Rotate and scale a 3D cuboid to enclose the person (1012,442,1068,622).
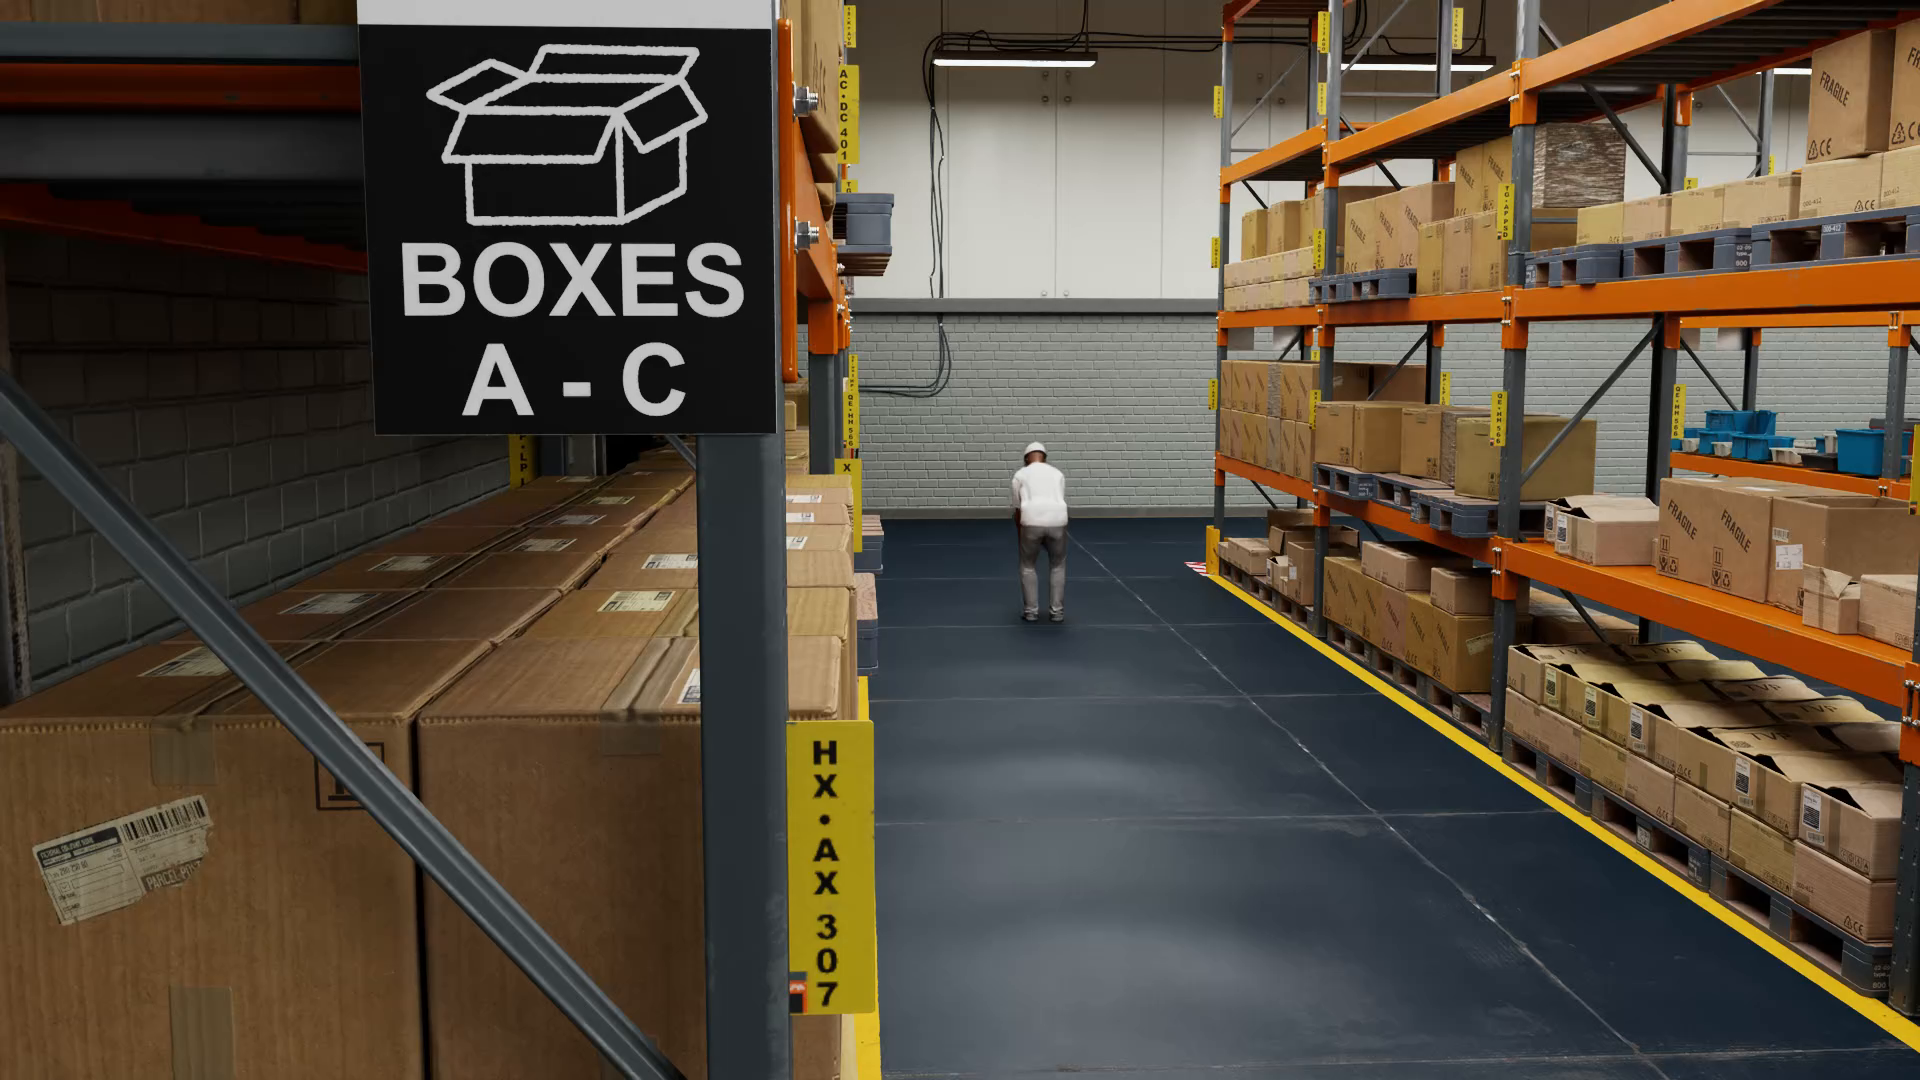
[{"bbox_3d":[0.715,-0.086,15.102,0.489,1.588,0.763,-1,7,-5],"label":"person"}]
